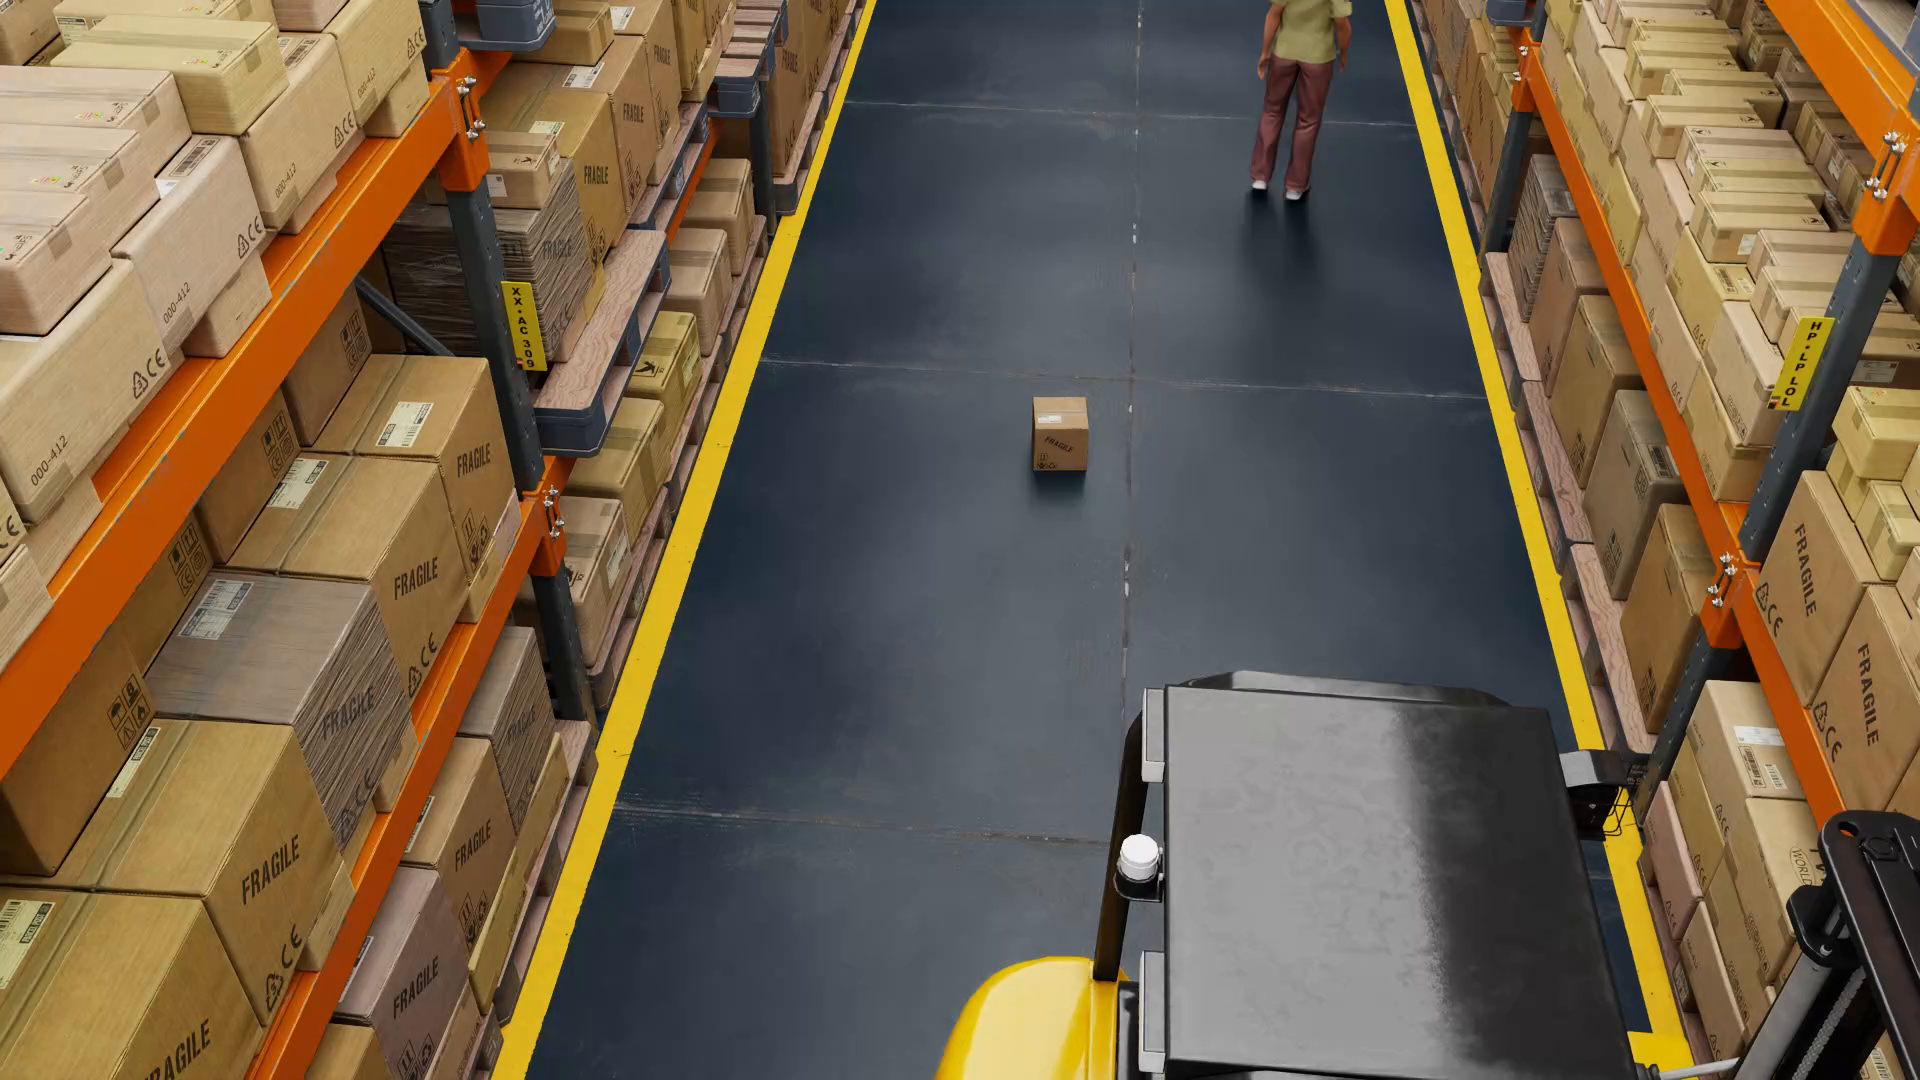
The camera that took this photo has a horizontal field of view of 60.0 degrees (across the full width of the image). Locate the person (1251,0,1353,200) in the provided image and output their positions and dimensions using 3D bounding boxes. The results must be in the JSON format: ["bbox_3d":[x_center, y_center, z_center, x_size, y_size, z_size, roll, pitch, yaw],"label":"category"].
[{"bbox_3d":[1.926,-2.672,9.310,0.480,1.714,0.451,16,43,18],"label":"person"}]
